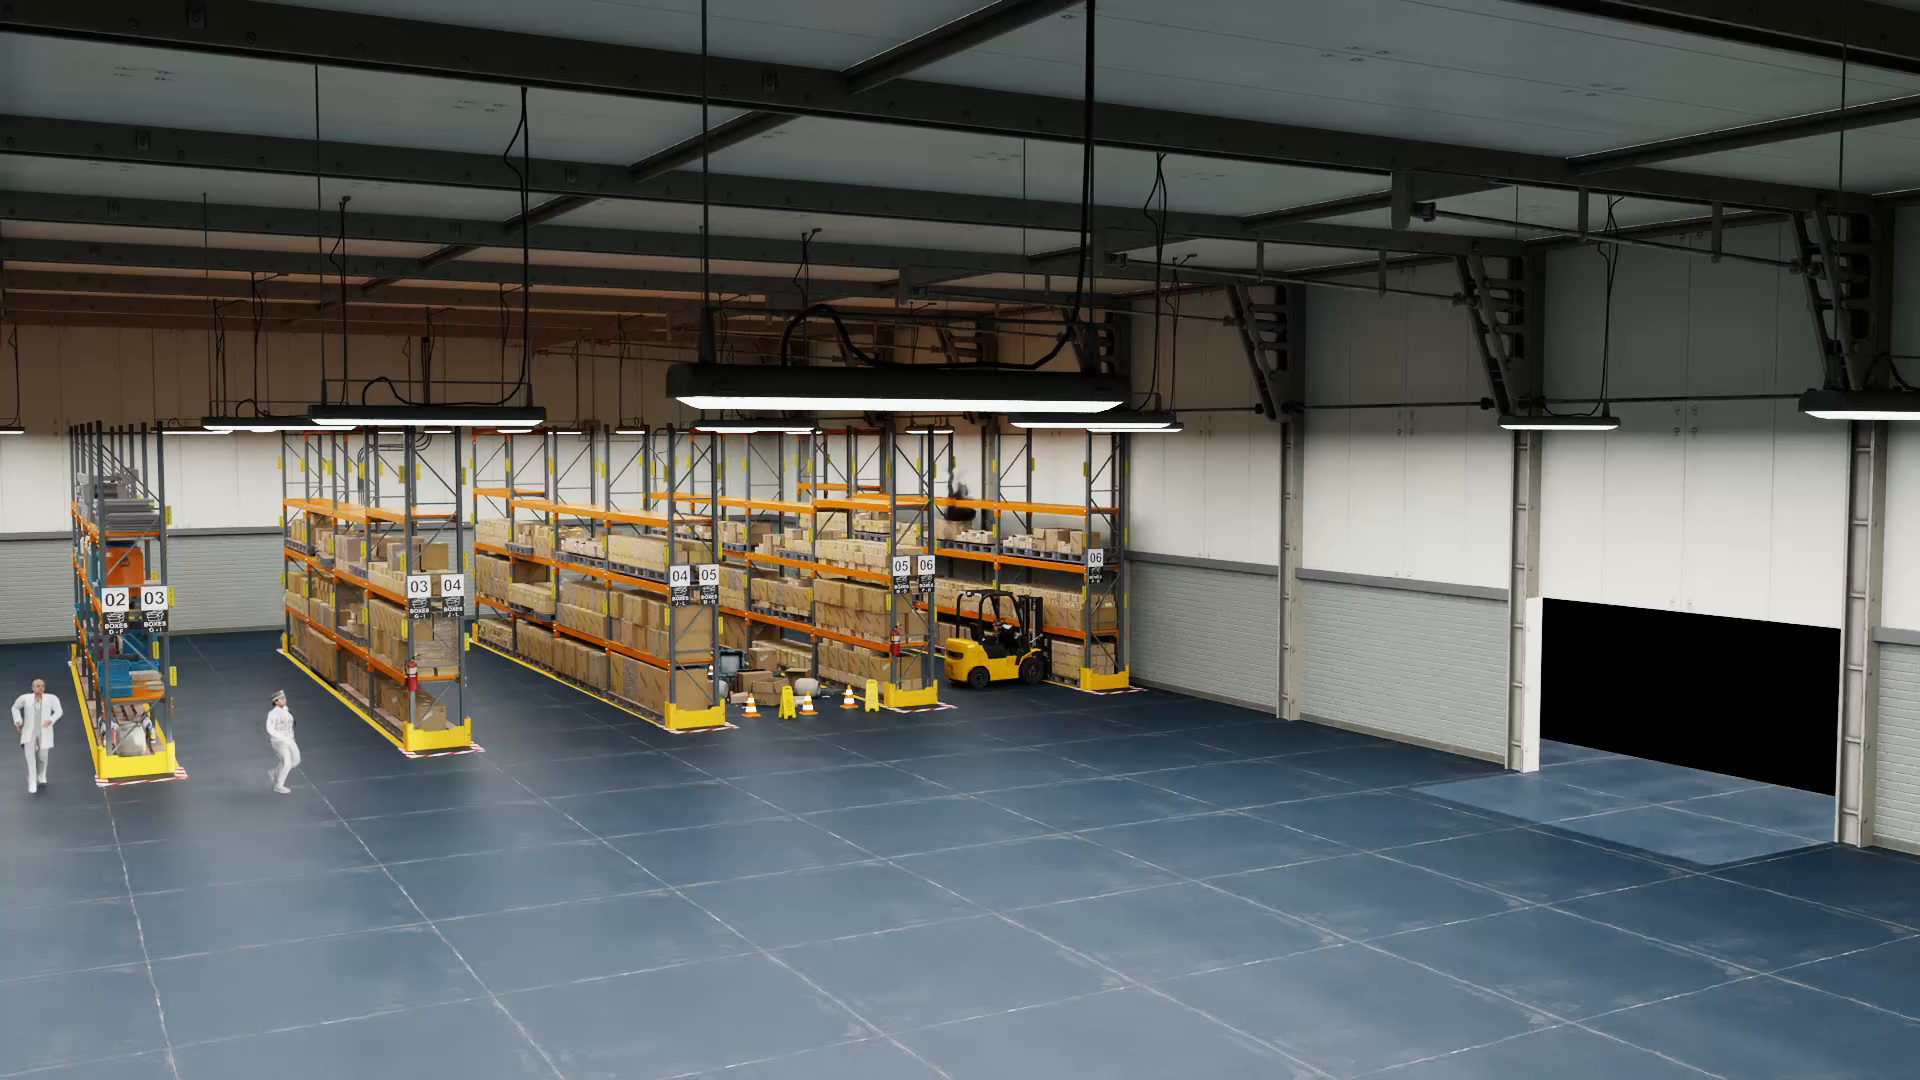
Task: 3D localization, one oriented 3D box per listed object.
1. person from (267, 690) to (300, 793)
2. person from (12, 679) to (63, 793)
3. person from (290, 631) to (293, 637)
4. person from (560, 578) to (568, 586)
[{"bbox_3d":[-10.940,3.242,26.835,0.497,1.664,0.623,0,4,7],"label":"person"},{"bbox_3d":[-15.051,3.183,27.150,0.723,1.818,0.883,-2,4,-31],"label":"person"},{"bbox_3d":[-18.099,2.090,45.717,0.808,1.680,0.644,-1,4,-12],"label":"person"},{"bbox_3d":[-11.016,1.969,46.334,0.645,1.825,0.765,-2,4,-31],"label":"person"}]
